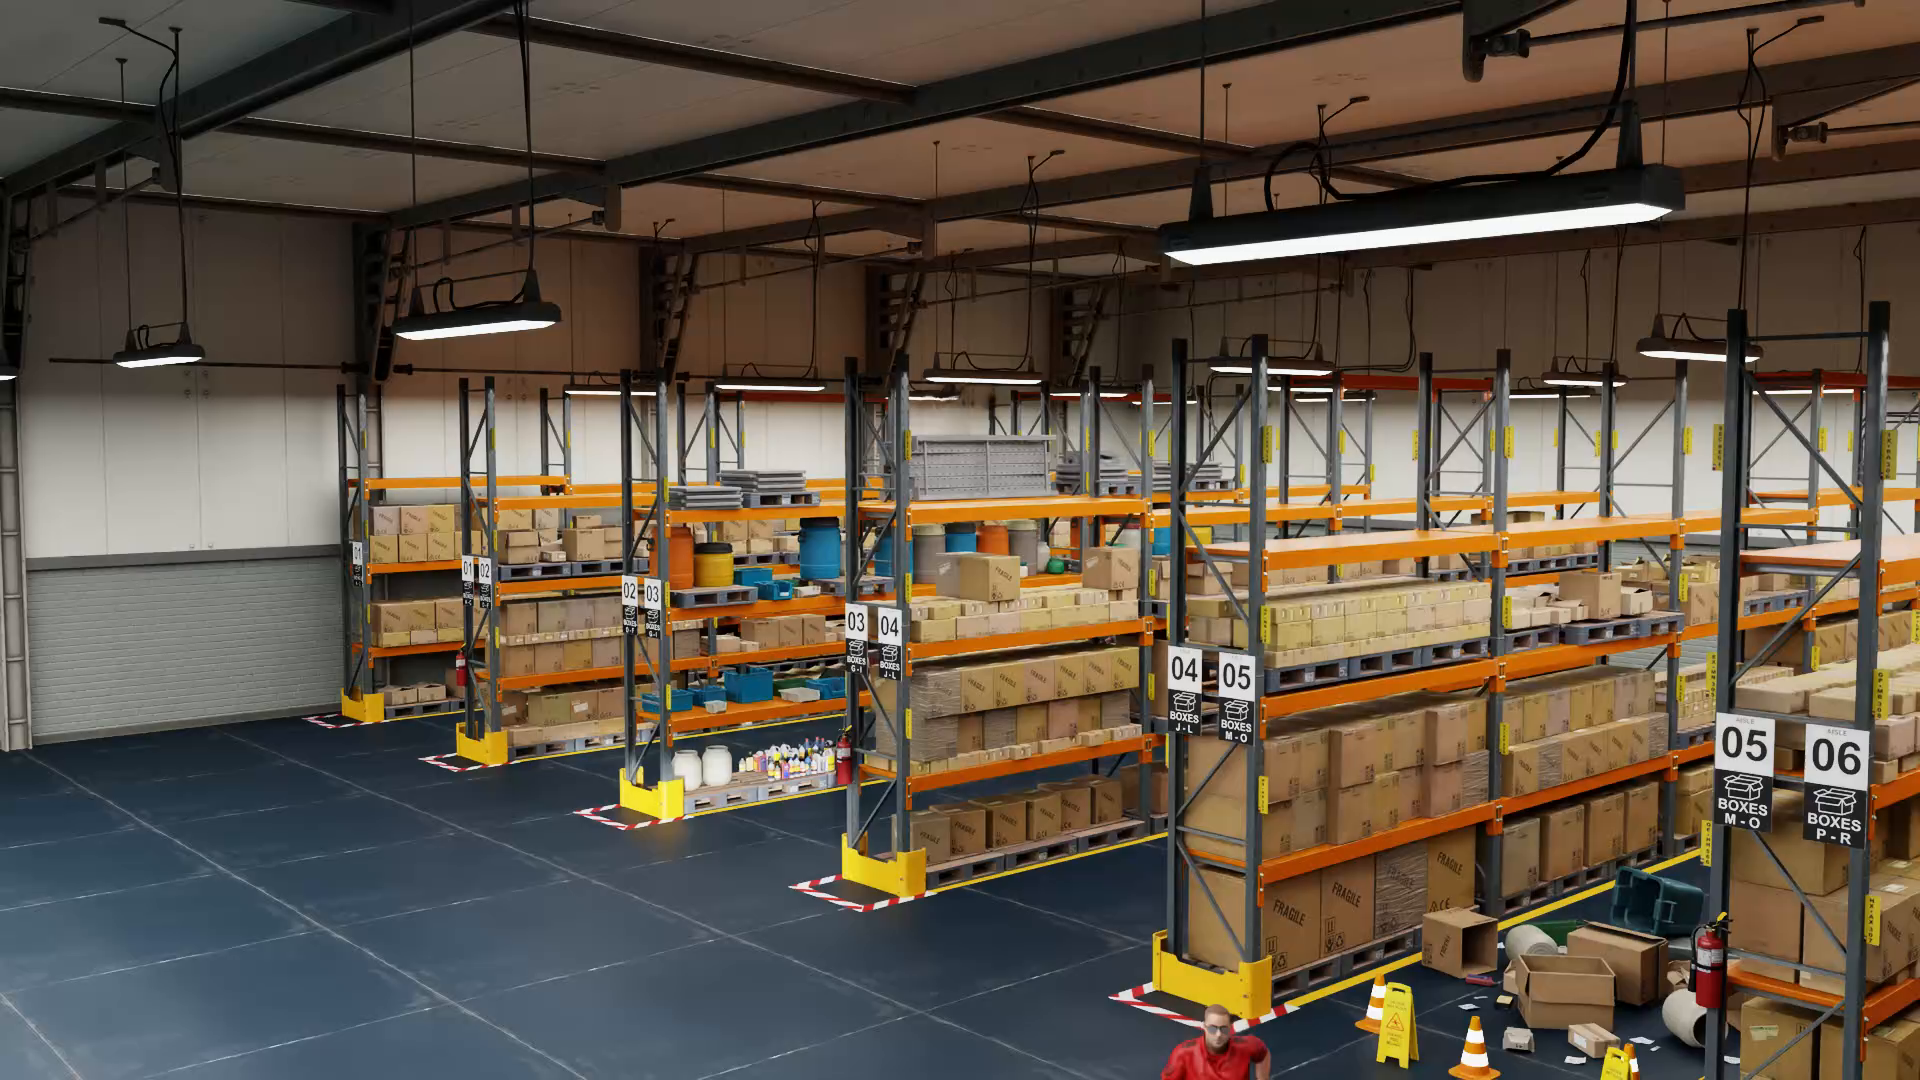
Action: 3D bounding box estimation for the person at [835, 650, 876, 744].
[{"bbox_3d":[-1.576,2.466,27.697,1.078,1.821,0.645,-4,5,-44],"label":"person"}]

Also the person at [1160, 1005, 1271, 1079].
[{"bbox_3d":[1.565,3.661,10.207,0.695,1.748,0.997,0,4,4],"label":"person"}]
